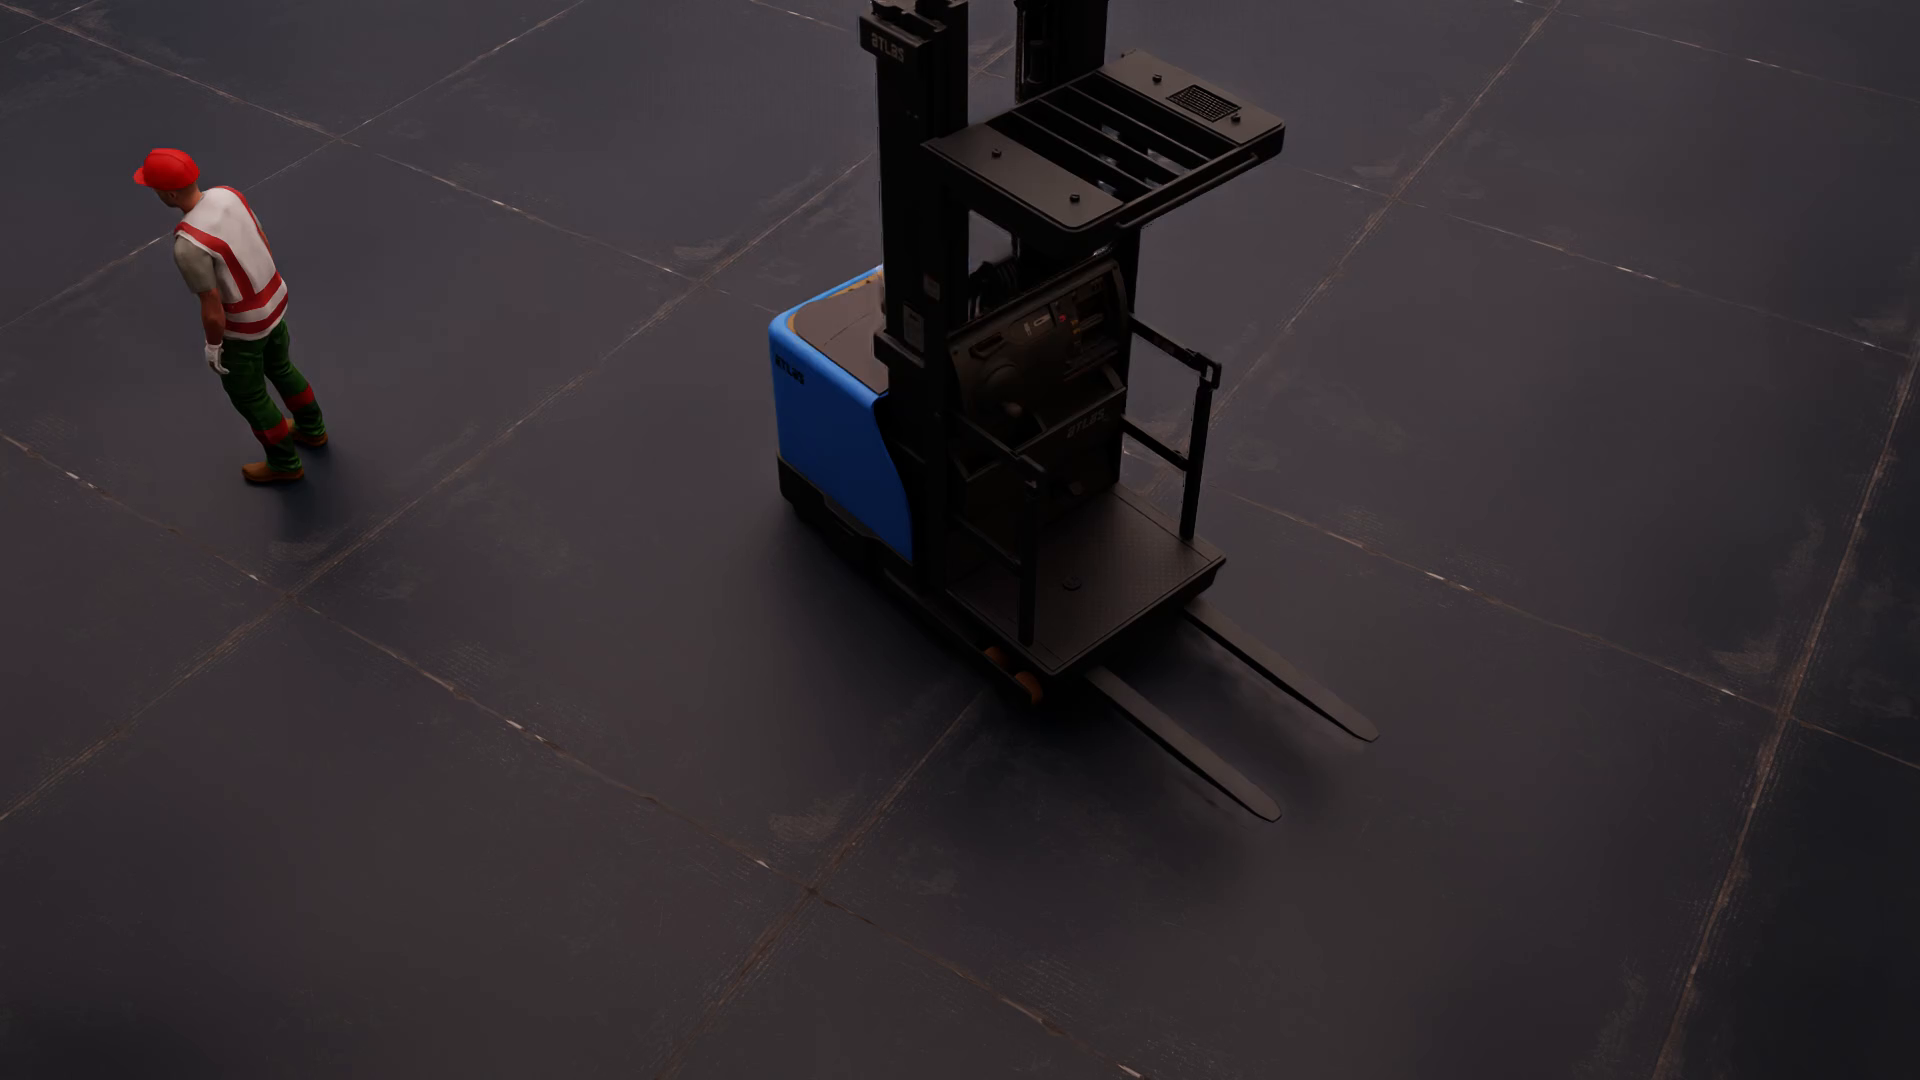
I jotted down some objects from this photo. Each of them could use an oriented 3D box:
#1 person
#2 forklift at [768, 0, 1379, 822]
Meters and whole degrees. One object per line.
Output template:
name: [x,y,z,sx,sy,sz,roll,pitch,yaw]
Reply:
person: [-3.379,-1.047,7.794,0.452,1.777,0.608,7,44,7]
forklift: [0.470,-0.732,6.620,1.130,2.935,3.031,-31,52,-29]
